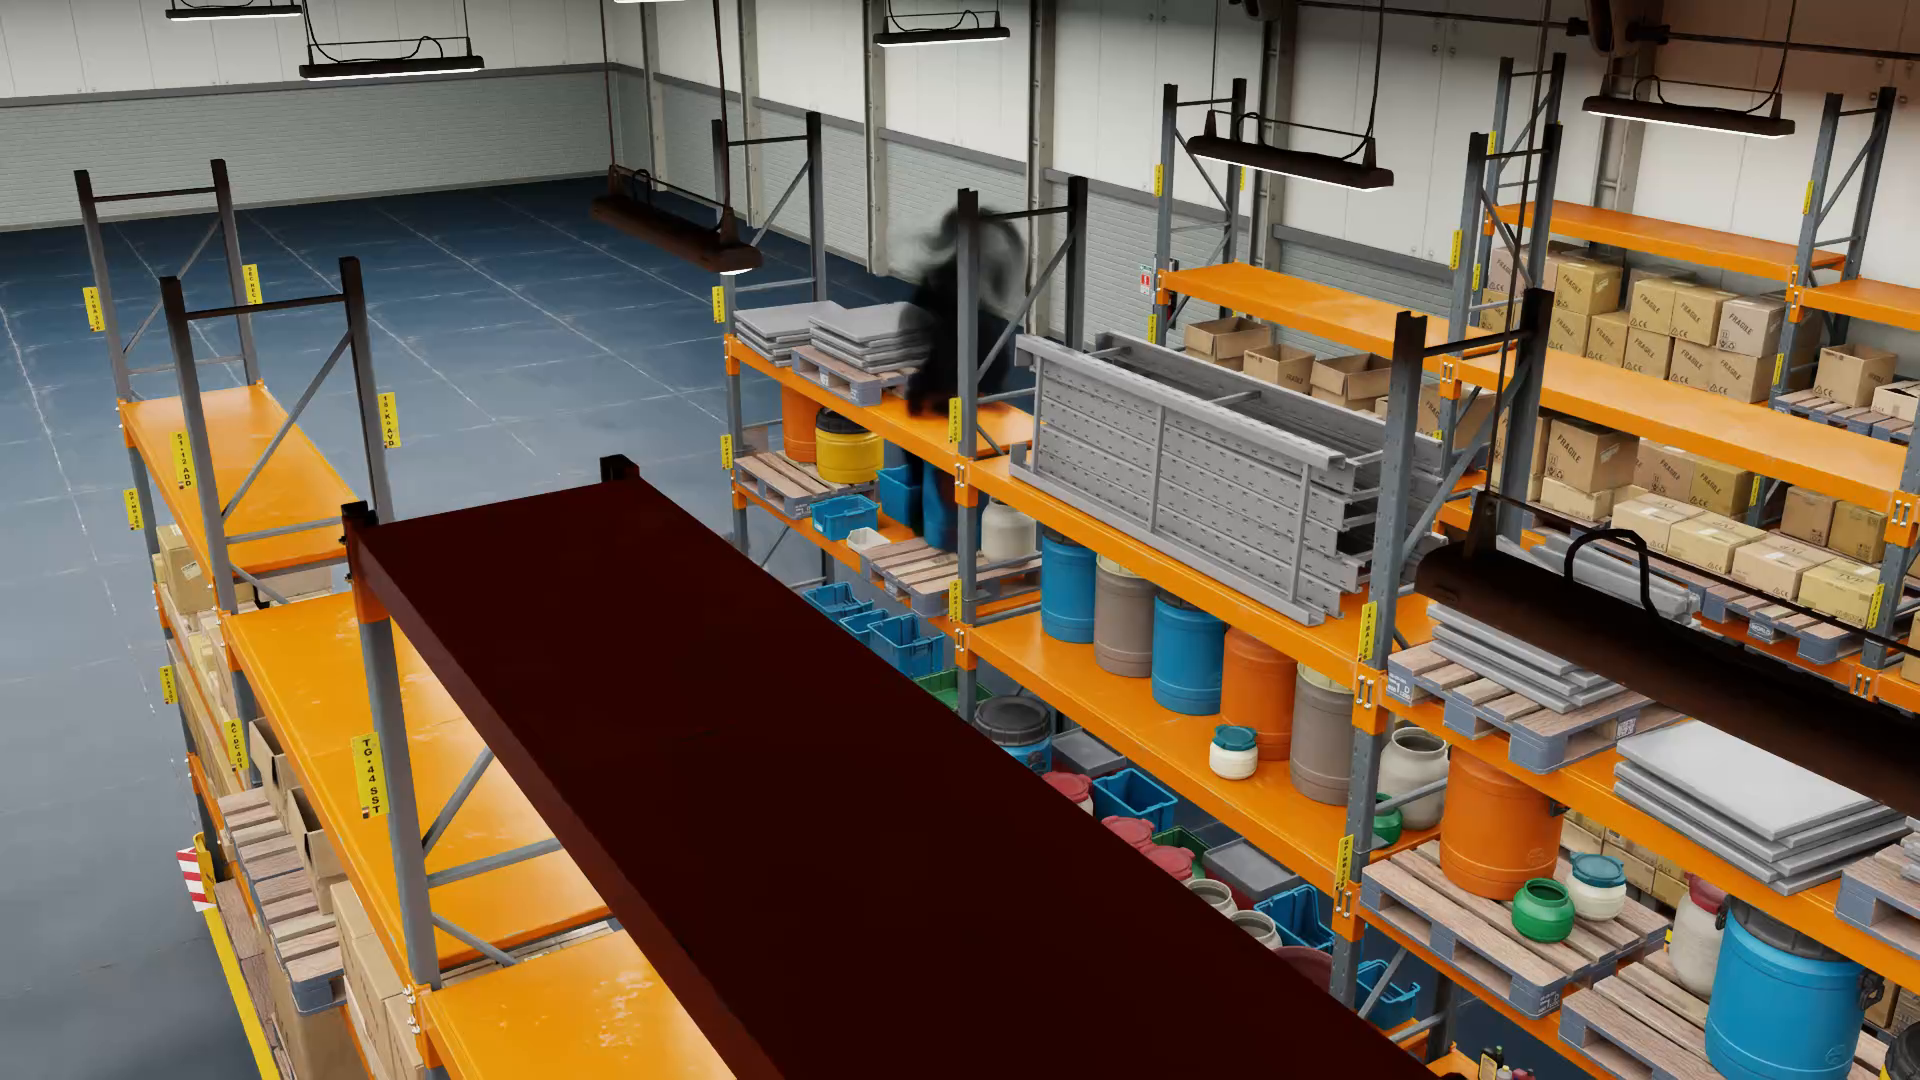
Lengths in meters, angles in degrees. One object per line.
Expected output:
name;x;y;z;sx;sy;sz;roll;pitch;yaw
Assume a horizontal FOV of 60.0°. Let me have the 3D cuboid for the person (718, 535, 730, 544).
person;-2.449;0.696;17.525;0.561;1.588;0.595;-2;22;-4
